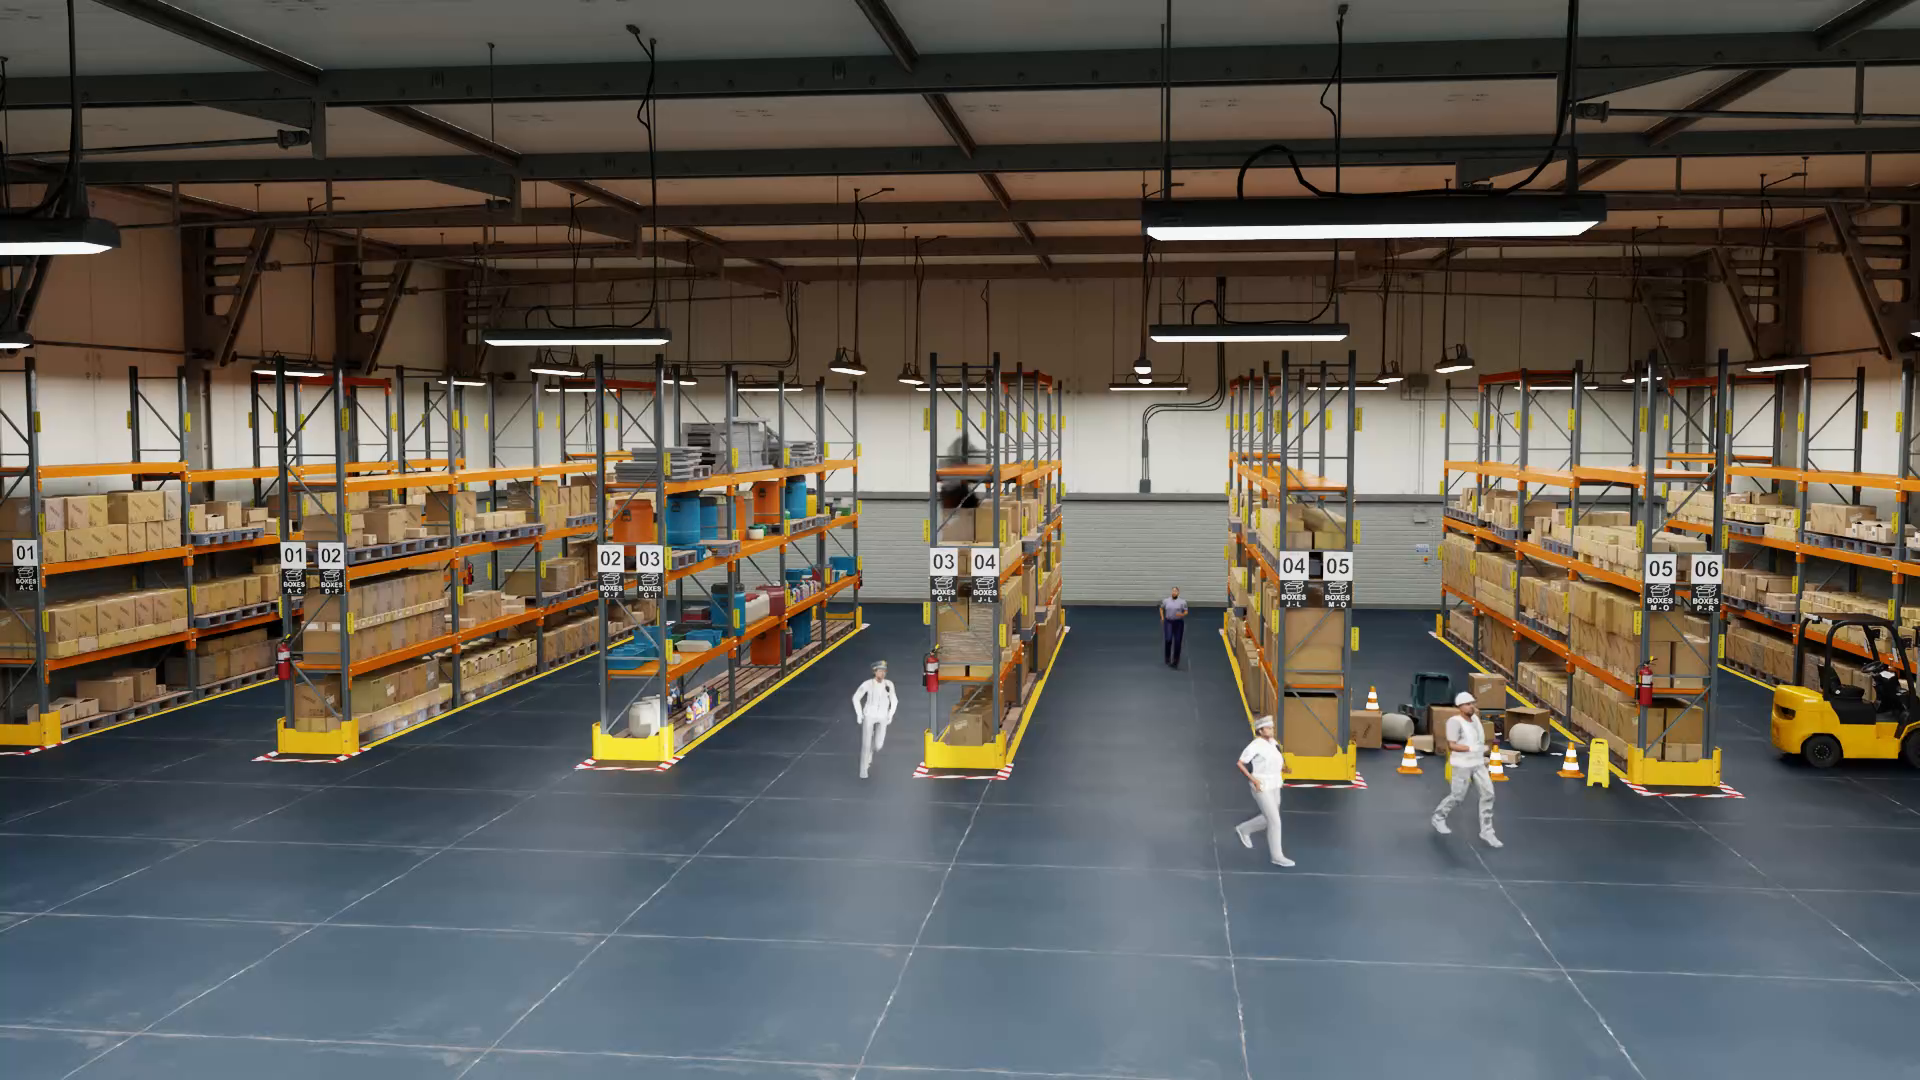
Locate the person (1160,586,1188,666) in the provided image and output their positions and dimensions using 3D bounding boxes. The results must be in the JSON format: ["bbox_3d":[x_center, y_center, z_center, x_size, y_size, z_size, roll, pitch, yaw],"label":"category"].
[{"bbox_3d":[4.394,1.780,34.166,0.586,1.626,0.647,0,4,7],"label":"person"}]

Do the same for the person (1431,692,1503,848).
[{"bbox_3d":[6.067,2.711,19.850,0.688,1.803,0.904,-3,5,-33],"label":"person"}]

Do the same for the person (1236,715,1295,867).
[{"bbox_3d":[3.461,2.818,18.937,0.587,1.671,0.871,-4,6,-44],"label":"person"}]

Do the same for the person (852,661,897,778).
[{"bbox_3d":[-1.202,2.530,23.672,0.660,1.647,0.476,-1,4,-13],"label":"person"}]
